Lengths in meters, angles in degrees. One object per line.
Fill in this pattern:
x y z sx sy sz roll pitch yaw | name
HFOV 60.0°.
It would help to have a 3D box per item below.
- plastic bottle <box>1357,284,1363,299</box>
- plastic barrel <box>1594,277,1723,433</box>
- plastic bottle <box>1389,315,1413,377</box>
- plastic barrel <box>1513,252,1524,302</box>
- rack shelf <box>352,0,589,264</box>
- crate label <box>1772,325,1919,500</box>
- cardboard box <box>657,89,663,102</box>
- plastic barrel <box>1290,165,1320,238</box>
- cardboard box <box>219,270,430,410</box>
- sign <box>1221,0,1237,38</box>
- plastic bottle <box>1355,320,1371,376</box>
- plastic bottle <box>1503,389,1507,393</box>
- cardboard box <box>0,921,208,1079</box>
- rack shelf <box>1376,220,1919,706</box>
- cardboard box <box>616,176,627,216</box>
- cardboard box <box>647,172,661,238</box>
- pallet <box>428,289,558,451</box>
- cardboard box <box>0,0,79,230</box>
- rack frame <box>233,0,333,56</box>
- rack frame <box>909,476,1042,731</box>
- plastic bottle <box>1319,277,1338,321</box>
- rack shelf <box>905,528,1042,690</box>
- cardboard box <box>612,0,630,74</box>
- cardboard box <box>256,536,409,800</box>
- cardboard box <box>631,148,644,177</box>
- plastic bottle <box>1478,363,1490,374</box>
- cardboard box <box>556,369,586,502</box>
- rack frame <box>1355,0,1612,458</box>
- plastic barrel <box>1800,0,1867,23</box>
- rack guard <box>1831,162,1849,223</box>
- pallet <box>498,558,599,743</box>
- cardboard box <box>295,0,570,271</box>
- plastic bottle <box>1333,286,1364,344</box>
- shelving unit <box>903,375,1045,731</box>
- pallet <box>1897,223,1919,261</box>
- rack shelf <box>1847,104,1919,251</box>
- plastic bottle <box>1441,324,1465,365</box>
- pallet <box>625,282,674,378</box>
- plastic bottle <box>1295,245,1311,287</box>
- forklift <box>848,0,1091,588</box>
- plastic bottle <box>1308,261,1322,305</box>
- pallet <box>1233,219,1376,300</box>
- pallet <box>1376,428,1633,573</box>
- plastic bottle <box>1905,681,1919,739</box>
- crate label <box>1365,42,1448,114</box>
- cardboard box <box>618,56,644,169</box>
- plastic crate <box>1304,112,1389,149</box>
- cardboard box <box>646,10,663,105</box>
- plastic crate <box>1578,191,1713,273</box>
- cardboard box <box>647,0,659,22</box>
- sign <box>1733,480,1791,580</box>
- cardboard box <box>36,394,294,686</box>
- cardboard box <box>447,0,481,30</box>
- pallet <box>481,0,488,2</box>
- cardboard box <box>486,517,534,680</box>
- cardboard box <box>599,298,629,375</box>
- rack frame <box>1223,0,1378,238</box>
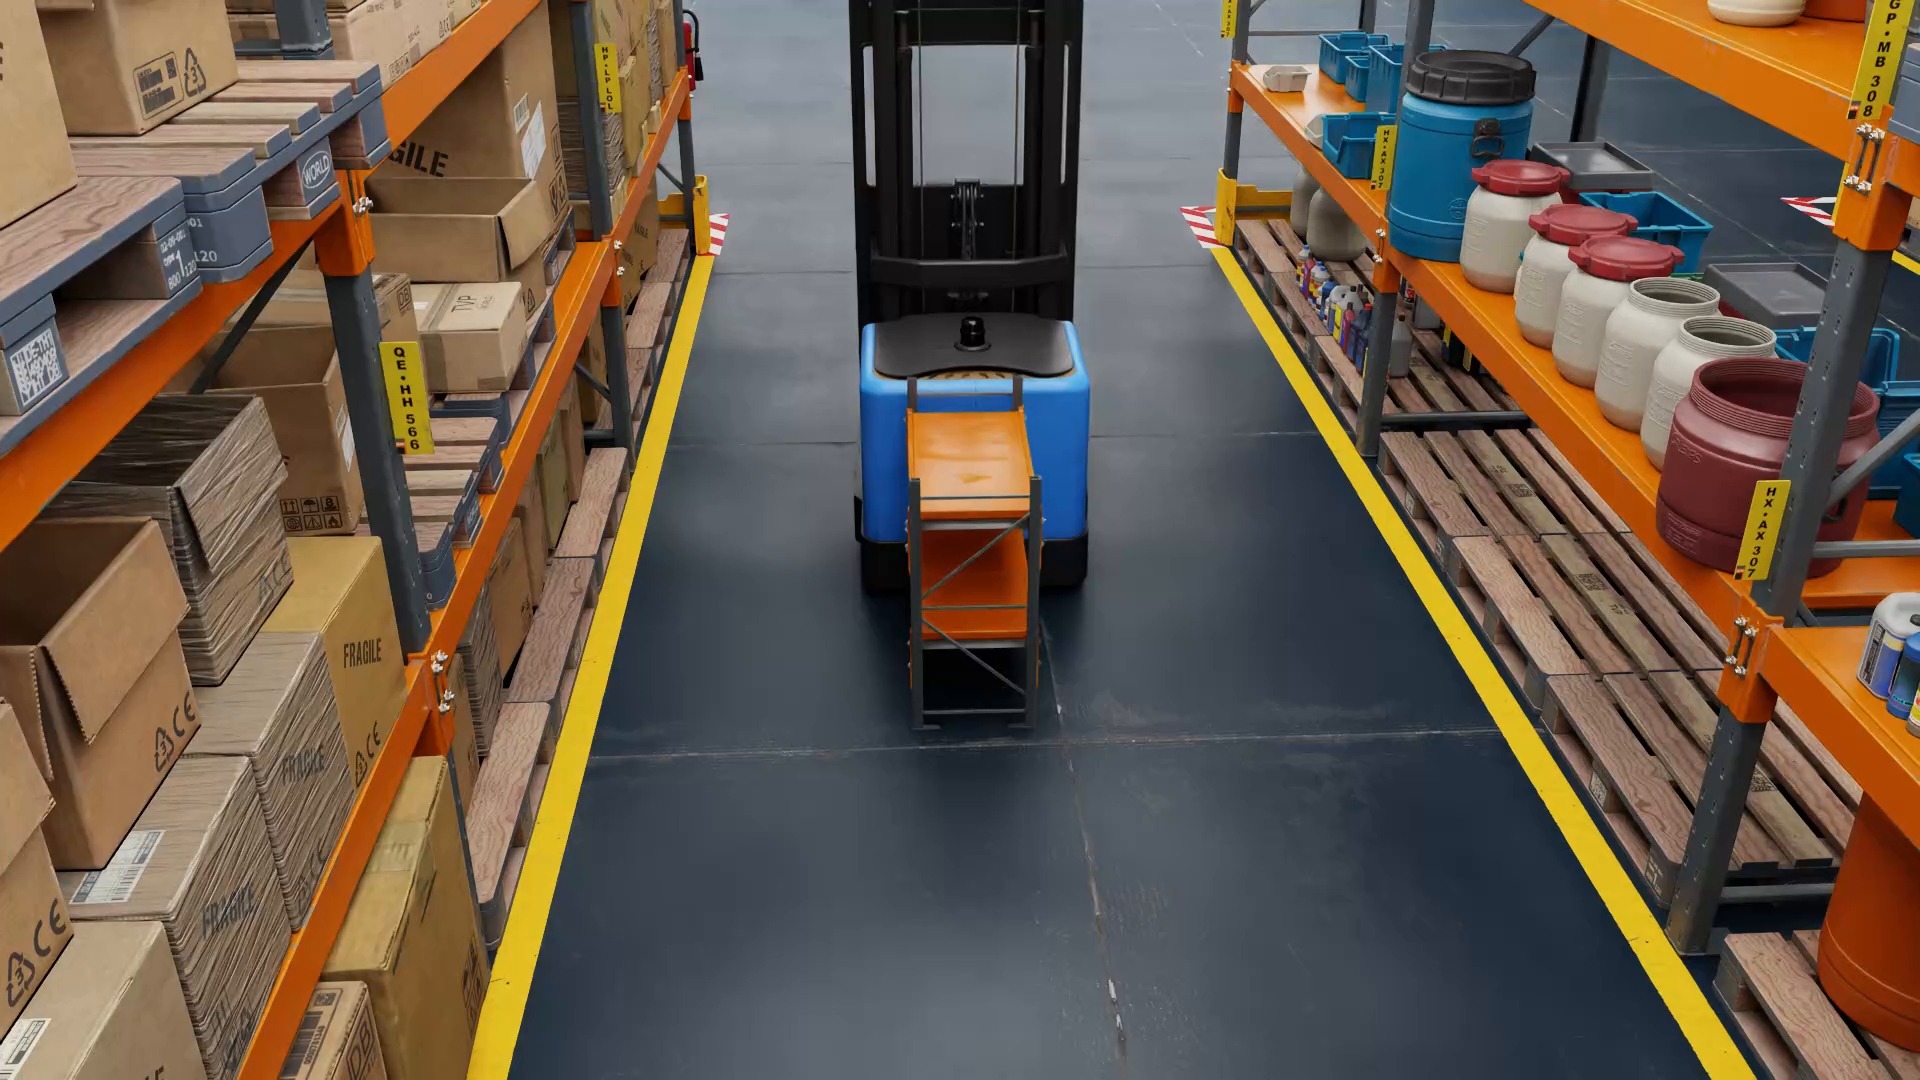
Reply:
2.447 -1.415 10.181 0.061 0.283 0.133 -1 28 -3 | plastic bottle
2.614 -0.685 6.199 0.421 0.512 0.421 0 28 0 | plastic barrel
2.517 -1.133 9.567 0.144 0.351 0.185 -1 28 -3 | plastic bottle
2.610 -1.142 7.345 0.301 0.262 0.301 0 28 0 | plastic barrel
-2.148 -1.786 5.965 1.077 0.370 4.000 -1 28 -3 | rack shelf
3.121 -0.452 5.834 0.502 0.435 0.616 -1 28 -3 | crate label
-2.165 -2.962 10.958 0.380 0.149 0.250 -1 28 -3 | cardboard box
2.596 -2.446 11.933 0.421 0.512 0.421 0 28 0 | plastic barrel
-2.241 -0.586 5.567 0.700 0.500 0.500 3 28 5 | cardboard box
1.936 -3.777 11.948 0.100 0.325 0.005 -1 28 -3 | sign
2.373 -1.129 9.560 0.144 0.351 0.185 -2 28 -4 | plastic bottle
3.115 -0.961 9.324 0.097 0.271 0.097 0 28 0 | plastic bottle
-1.694 1.031 2.921 0.500 0.500 0.500 -1 28 -2 | cardboard box
2.798 -0.575 6.888 1.077 0.370 4.000 -1 28 -3 | rack shelf
-1.963 -1.809 8.747 0.380 0.149 0.250 -1 28 -3 | cardboard box
-2.445 -2.335 11.732 0.500 0.500 0.500 4 28 7 | cardboard box
-2.188 -0.679 6.516 1.003 0.211 1.213 -1 28 -3 | pallet
-1.807 -0.735 2.610 0.500 0.500 0.500 0 28 0 | cardboard box
-2.043 -2.511 3.334 1.000 3.000 0.127 -1 28 -3 | rack frame
0.058 0.267 6.522 0.500 1.125 0.032 -1 28 -2 | rack frame
2.302 -1.508 10.372 0.097 0.271 0.097 0 28 0 | plastic bottle
0.040 0.249 7.085 0.538 0.278 1.000 -1 28 -2 | rack shelf
-2.049 -2.763 8.793 0.500 0.500 0.500 -1 28 -3 | cardboard box
-1.770 0.326 4.273 0.500 0.500 0.500 -1 28 -1 | cardboard box
-1.998 -2.156 9.412 0.380 0.149 0.250 -1 28 -3 | cardboard box
3.071 -1.112 9.608 0.152 0.276 0.135 0 28 -1 | plastic bottle
-2.242 -0.501 8.195 0.700 0.500 0.500 -3 28 -7 | cardboard box
2.694 -1.818 8.492 1.000 3.000 0.127 -1 28 -3 | rack frame
3.043 -2.178 5.474 0.600 0.830 0.708 -1 28 -3 | plastic barrel
7.431 -2.686 12.859 1.175 0.500 0.348 -1 28 -3 | rack guard
-2.143 0.462 7.136 1.003 0.211 1.213 -1 28 -3 | pallet
-2.351 -1.780 7.317 1.000 1.000 1.000 -1 28 -2 | cardboard box
2.346 -1.367 10.016 0.144 0.351 0.185 -2 28 -3 | plastic bottle
0.040 0.032 6.972 0.538 1.125 1.048 -1 28 -2 | shelving unit
7.514 -2.195 12.230 1.003 0.211 1.213 -1 28 -3 | pallet
3.007 -0.058 2.652 1.077 0.370 4.000 -1 28 -3 | rack shelf
2.922 -1.218 9.730 0.144 0.351 0.185 -1 28 -3 | plastic bottle
-2.389 -1.336 10.584 1.003 0.211 1.213 -1 28 -3 | pallet
2.269 -1.806 10.943 0.097 0.271 0.097 0 28 0 | plastic bottle
0.018 -1.719 8.376 1.130 2.935 3.031 -1 28 -2 | forklift
2.286 -1.648 10.640 0.097 0.271 0.097 0 28 0 | plastic bottle
2.573 -2.020 11.894 1.003 0.211 1.213 -1 28 -3 | pallet
2.774 -0.220 8.444 1.003 0.211 1.213 -1 28 -3 | pallet
2.586 0.424 4.408 0.097 0.201 0.097 0 28 0 | plastic bottle
2.851 -2.838 10.409 0.502 0.435 0.616 -1 28 -3 | crate label
-2.205 -2.316 9.017 0.875 0.500 0.500 -1 28 -3 | cardboard box
2.356 -2.445 9.979 0.530 0.136 0.437 -1 28 -3 | plastic crate
-2.331 -3.007 10.343 0.875 0.500 0.500 -1 28 -3 | cardboard box
3.062 -1.309 7.534 0.392 0.384 0.575 -1 28 -3 | plastic crate
-2.130 -3.456 10.121 0.500 0.500 0.500 -1 28 -3 | cardboard box
2.354 -0.027 4.881 0.100 0.325 0.005 -1 28 -3 | sign
-2.021 -0.002 3.818 0.797 0.503 0.637 0 28 -1 | cardboard box
-1.877 -1.812 5.399 0.500 0.250 0.500 -1 28 -2 | cardboard box
-2.269 -2.179 6.143 1.213 0.211 1.003 -1 28 -3 | pallet
-2.177 0.236 6.782 0.700 0.500 0.500 1 28 2 | cardboard box
-2.271 -1.226 9.607 0.500 0.500 0.500 7 28 14 | cardboard box
2.485 -3.665 12.034 1.000 3.000 0.127 -1 28 -3 | rack frame
